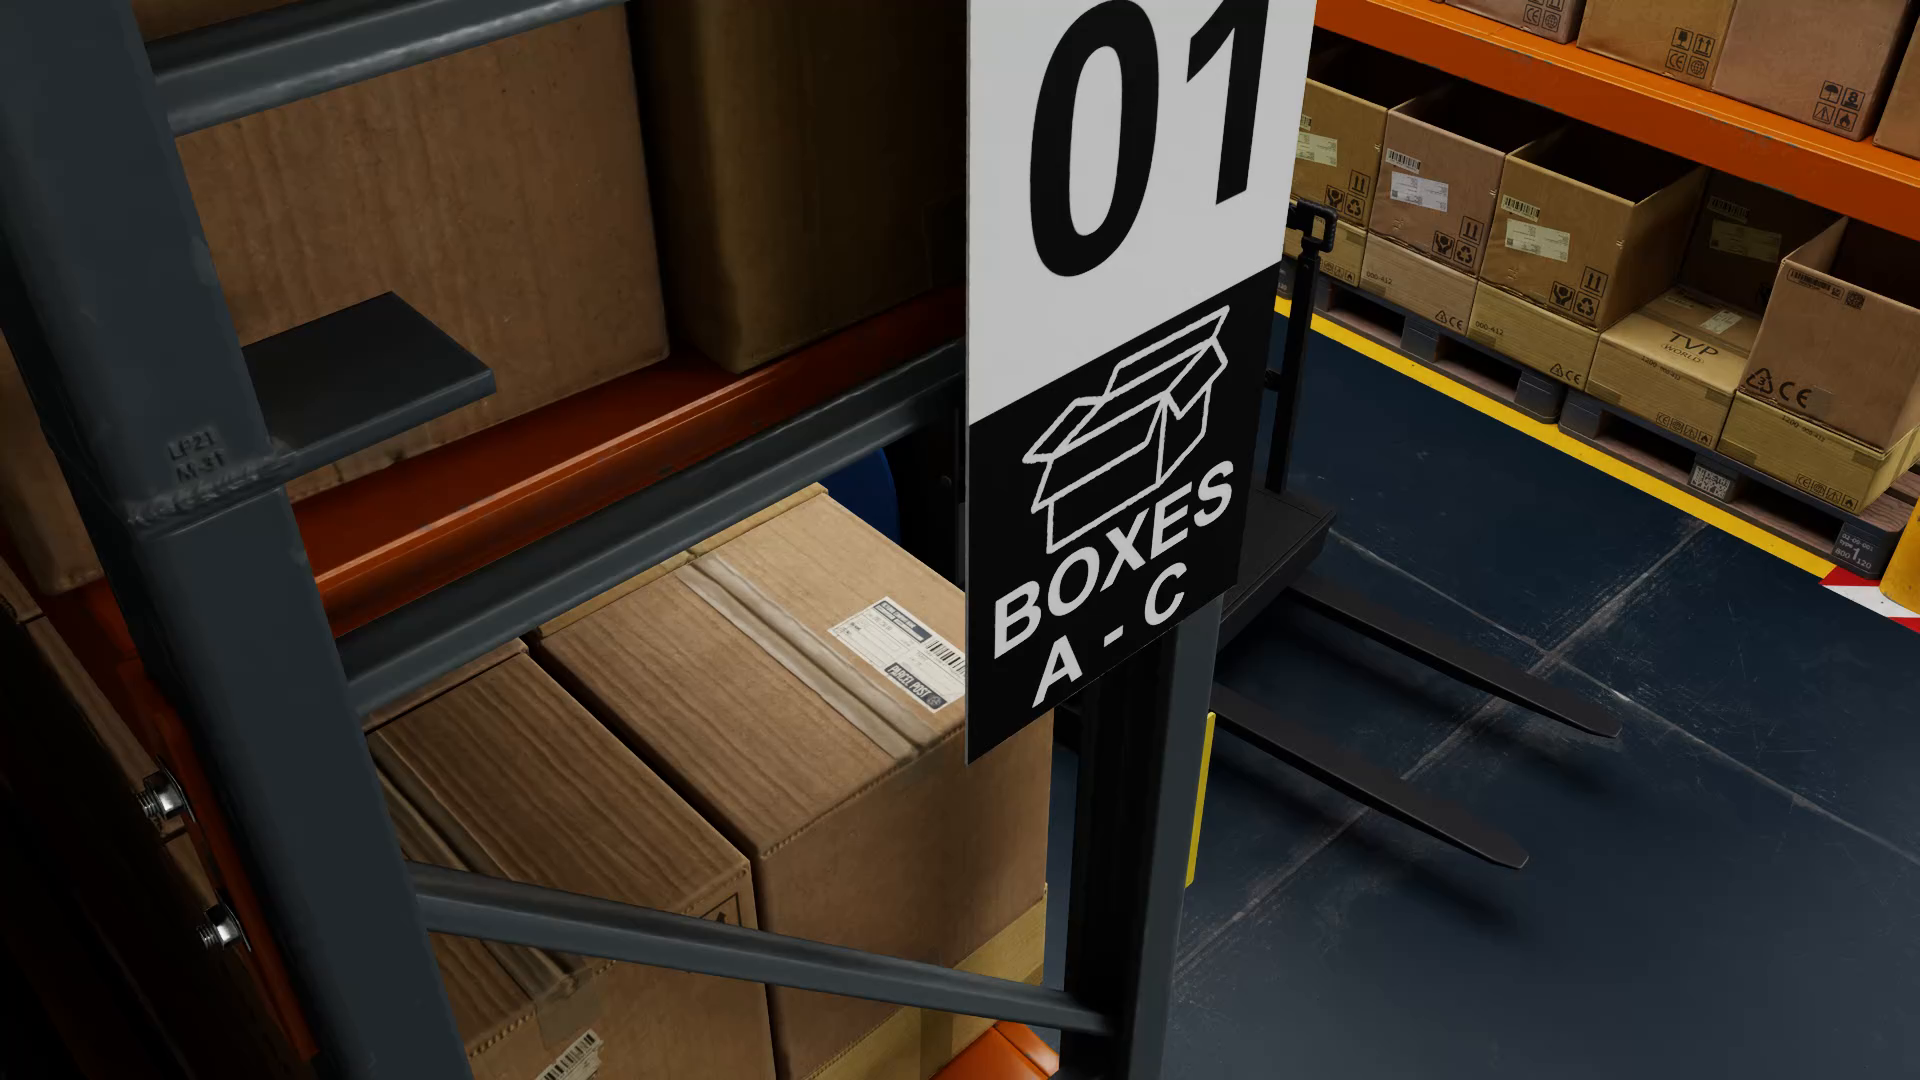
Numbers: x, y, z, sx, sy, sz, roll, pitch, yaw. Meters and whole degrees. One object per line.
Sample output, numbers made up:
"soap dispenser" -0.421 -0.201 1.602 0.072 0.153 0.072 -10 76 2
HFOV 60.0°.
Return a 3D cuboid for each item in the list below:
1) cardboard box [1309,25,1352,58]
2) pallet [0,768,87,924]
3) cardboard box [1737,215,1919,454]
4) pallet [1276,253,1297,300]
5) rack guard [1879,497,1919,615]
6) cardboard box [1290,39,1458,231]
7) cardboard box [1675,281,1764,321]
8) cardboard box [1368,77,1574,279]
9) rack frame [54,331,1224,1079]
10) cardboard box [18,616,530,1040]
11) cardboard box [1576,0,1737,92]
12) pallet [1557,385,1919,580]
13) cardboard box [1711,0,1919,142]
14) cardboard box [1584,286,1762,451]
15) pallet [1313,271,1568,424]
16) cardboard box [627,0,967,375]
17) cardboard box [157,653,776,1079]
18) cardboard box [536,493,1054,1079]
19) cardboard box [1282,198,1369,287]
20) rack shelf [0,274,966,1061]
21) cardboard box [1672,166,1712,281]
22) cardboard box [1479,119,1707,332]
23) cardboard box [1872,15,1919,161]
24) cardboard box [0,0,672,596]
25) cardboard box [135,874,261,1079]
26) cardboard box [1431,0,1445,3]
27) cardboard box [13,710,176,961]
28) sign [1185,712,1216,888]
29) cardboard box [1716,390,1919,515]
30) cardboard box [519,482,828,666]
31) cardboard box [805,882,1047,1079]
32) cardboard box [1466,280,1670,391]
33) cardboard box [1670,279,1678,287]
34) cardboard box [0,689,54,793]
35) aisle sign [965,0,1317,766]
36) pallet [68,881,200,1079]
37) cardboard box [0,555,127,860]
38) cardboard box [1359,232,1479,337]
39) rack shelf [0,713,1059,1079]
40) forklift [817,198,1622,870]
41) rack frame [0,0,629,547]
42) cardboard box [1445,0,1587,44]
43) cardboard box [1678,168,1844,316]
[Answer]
"cardboard box" 1.249 -1.839 6.821 0.500 0.500 0.500 -30 48 -32
"pallet" -2.344 0.459 4.938 1.003 0.211 1.213 -30 48 -32
"cardboard box" 2.946 -0.685 5.392 0.500 0.500 0.500 -30 48 -32
"pallet" 1.329 -1.558 7.435 1.003 0.211 1.213 -30 48 -32
"rack guard" 3.544 -0.194 5.517 1.175 0.500 0.348 -30 48 -32
"cardboard box" 1.582 -1.604 6.530 0.500 0.500 0.500 -30 48 -32
"cardboard box" 2.988 -0.844 6.186 0.500 0.250 0.500 -30 48 -32
"cardboard box" 1.921 -1.373 6.245 0.500 0.500 0.500 -30 48 -32
"rack frame" -0.119 0.929 2.136 1.000 3.000 0.127 -30 48 -32
"cardboard box" -0.927 0.323 2.393 0.500 0.500 0.500 -29 47 -31
"cardboard box" 2.531 -1.911 5.574 0.700 0.500 0.500 -30 47 -31
"pallet" 2.979 -0.429 6.037 1.003 0.211 1.213 -30 48 -32
"cardboard box" 2.862 -1.679 5.286 0.700 0.500 0.500 -29 47 -31
"cardboard box" 2.600 -0.620 5.909 0.500 0.250 0.500 -30 48 -32
"pallet" 2.159 -0.993 6.736 1.003 0.211 1.213 -30 48 -32
"cardboard box" -0.161 -0.545 1.479 0.500 0.500 0.500 -29 47 -31
"cardboard box" -0.594 0.560 2.100 0.500 0.500 0.500 -31 48 -32
"cardboard box" -0.220 0.339 2.373 0.500 0.500 0.500 -30 48 -32
"cardboard box" 1.581 -1.312 6.765 0.500 0.250 0.500 -30 48 -32
"rack shelf" -1.471 -0.884 2.566 1.077 0.370 4.000 -30 48 -32
"cardboard box" 2.641 -1.362 6.231 0.500 0.500 0.500 -30 48 -32
"cardboard box" 2.258 -1.141 5.957 0.500 0.500 0.500 -30 48 -32
"cardboard box" 3.221 -1.438 4.988 0.700 0.500 0.500 -30 48 -32
"cardboard box" -0.588 -0.370 1.262 0.500 0.500 0.500 -26 46 -29
"cardboard box" -0.936 0.610 2.636 0.500 0.250 0.500 -29 47 -31
"cardboard box" 1.825 -2.390 6.166 0.700 0.500 0.500 -29 47 -31
"cardboard box" -1.280 0.379 2.921 0.500 0.250 0.500 -30 48 -32
"sign" 0.281 0.362 2.150 0.100 0.325 0.005 -30 48 -32
"cardboard box" 2.947 -0.394 5.629 0.500 0.250 0.500 -30 48 -32
"cardboard box" -0.547 0.106 2.662 0.500 0.500 0.500 -30 48 -32
"cardboard box" -0.215 0.619 2.624 0.500 0.250 0.500 -31 48 -33
"cardboard box" 2.261 -0.851 6.195 0.500 0.250 0.500 -30 48 -32
"cardboard box" 2.650 -1.075 6.473 0.500 0.250 0.500 -30 48 -32
"cardboard box" -1.624 0.147 3.209 0.500 0.250 0.500 -29 47 -31
"aisle sign" 0.151 -0.176 1.436 0.394 0.787 0.004 -30 48 -32
"pallet" -1.515 1.023 4.239 1.003 0.211 1.213 -30 48 -32
"cardboard box" -1.280 0.086 2.687 0.500 0.500 0.500 -31 48 -33
"cardboard box" 1.924 -1.083 6.482 0.500 0.250 0.500 -30 48 -32
"rack shelf" -1.471 0.283 3.508 1.077 0.370 4.000 -30 48 -32
"forklift" 0.485 -0.888 4.441 3.031 2.935 1.130 27 46 30
"rack frame" -0.119 -1.405 0.251 1.000 3.000 0.127 -30 48 -32
"cardboard box" 2.172 -2.153 5.873 0.700 0.500 0.500 -28 47 -31
"cardboard box" 2.989 -1.136 5.951 0.500 0.500 0.500 -30 48 -32
